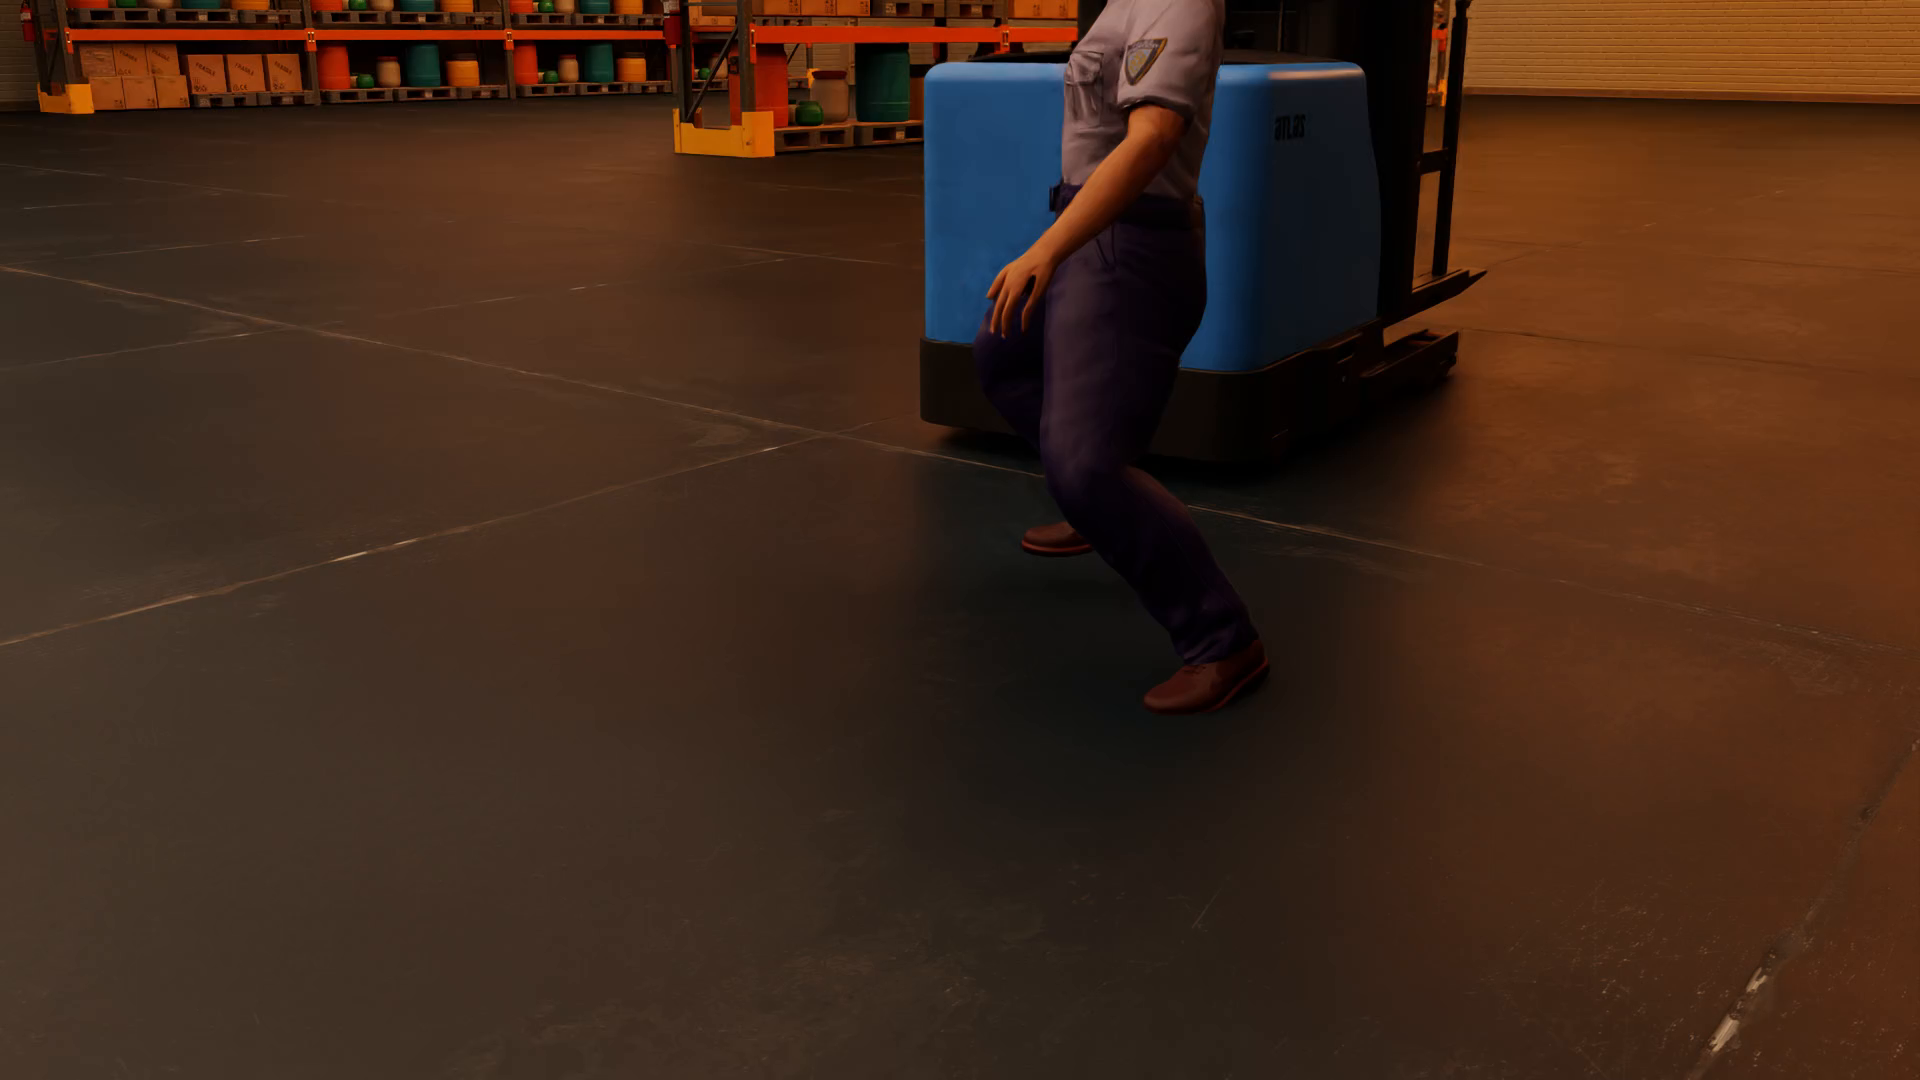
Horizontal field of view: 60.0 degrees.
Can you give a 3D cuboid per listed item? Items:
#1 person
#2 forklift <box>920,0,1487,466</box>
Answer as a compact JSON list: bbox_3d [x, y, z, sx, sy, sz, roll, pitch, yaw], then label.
[{"bbox_3d":[0.294,-0.529,3.100,0.626,1.546,0.878,3,17,8],"label":"person"},{"bbox_3d":[1.084,-1.978,5.410,1.130,2.935,3.031,10,20,30],"label":"forklift"}]
